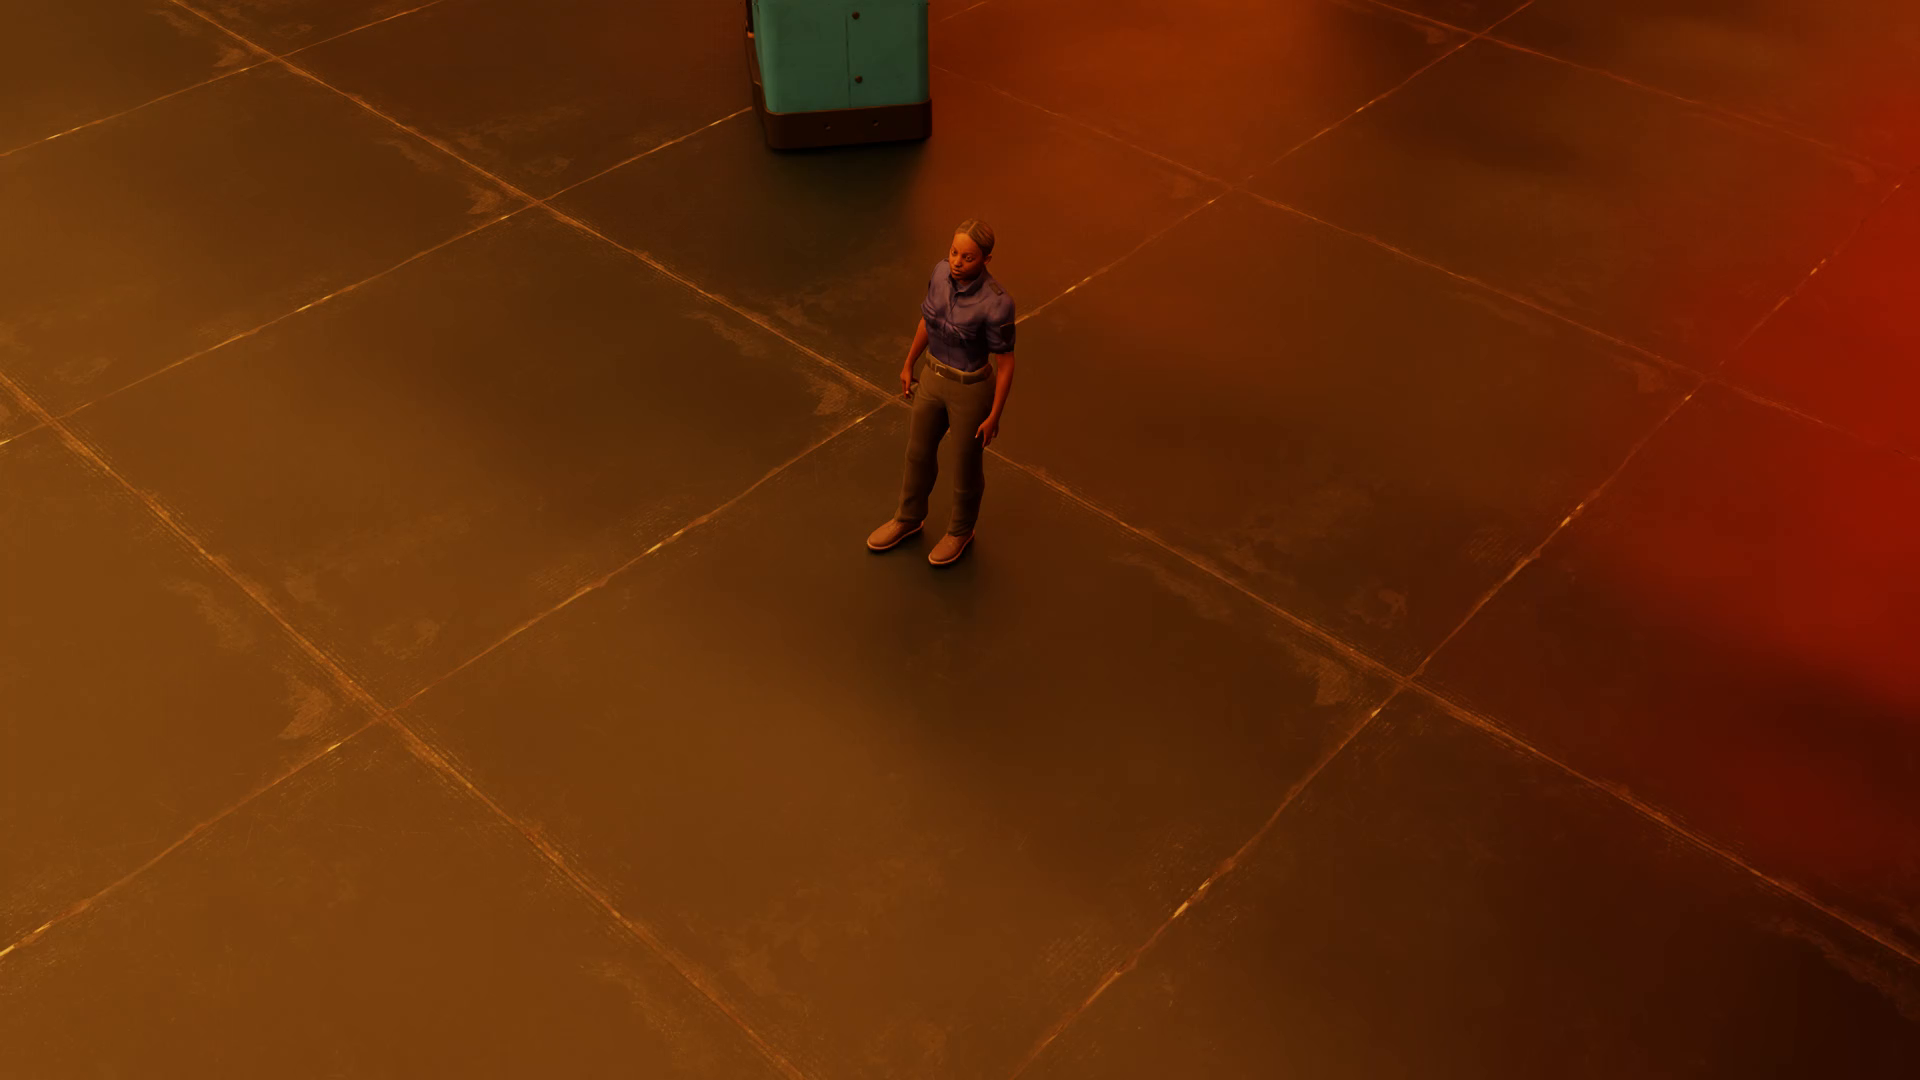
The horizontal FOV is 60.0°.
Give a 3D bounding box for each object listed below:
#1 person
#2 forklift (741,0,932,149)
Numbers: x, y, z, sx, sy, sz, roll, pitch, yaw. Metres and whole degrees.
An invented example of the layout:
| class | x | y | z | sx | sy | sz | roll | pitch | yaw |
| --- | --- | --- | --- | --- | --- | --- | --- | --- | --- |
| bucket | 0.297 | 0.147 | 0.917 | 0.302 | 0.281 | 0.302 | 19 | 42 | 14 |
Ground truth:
| class | x | y | z | sx | sy | sz | roll | pitch | yaw |
| --- | --- | --- | --- | --- | --- | --- | --- | --- | --- |
| person | -0.074 | -0.600 | 7.097 | 0.569 | 1.654 | 0.504 | 31 | 49 | 31 |
| forklift | -0.935 | -4.523 | 10.701 | 1.130 | 2.935 | 3.031 | -6 | 41 | -7 |
